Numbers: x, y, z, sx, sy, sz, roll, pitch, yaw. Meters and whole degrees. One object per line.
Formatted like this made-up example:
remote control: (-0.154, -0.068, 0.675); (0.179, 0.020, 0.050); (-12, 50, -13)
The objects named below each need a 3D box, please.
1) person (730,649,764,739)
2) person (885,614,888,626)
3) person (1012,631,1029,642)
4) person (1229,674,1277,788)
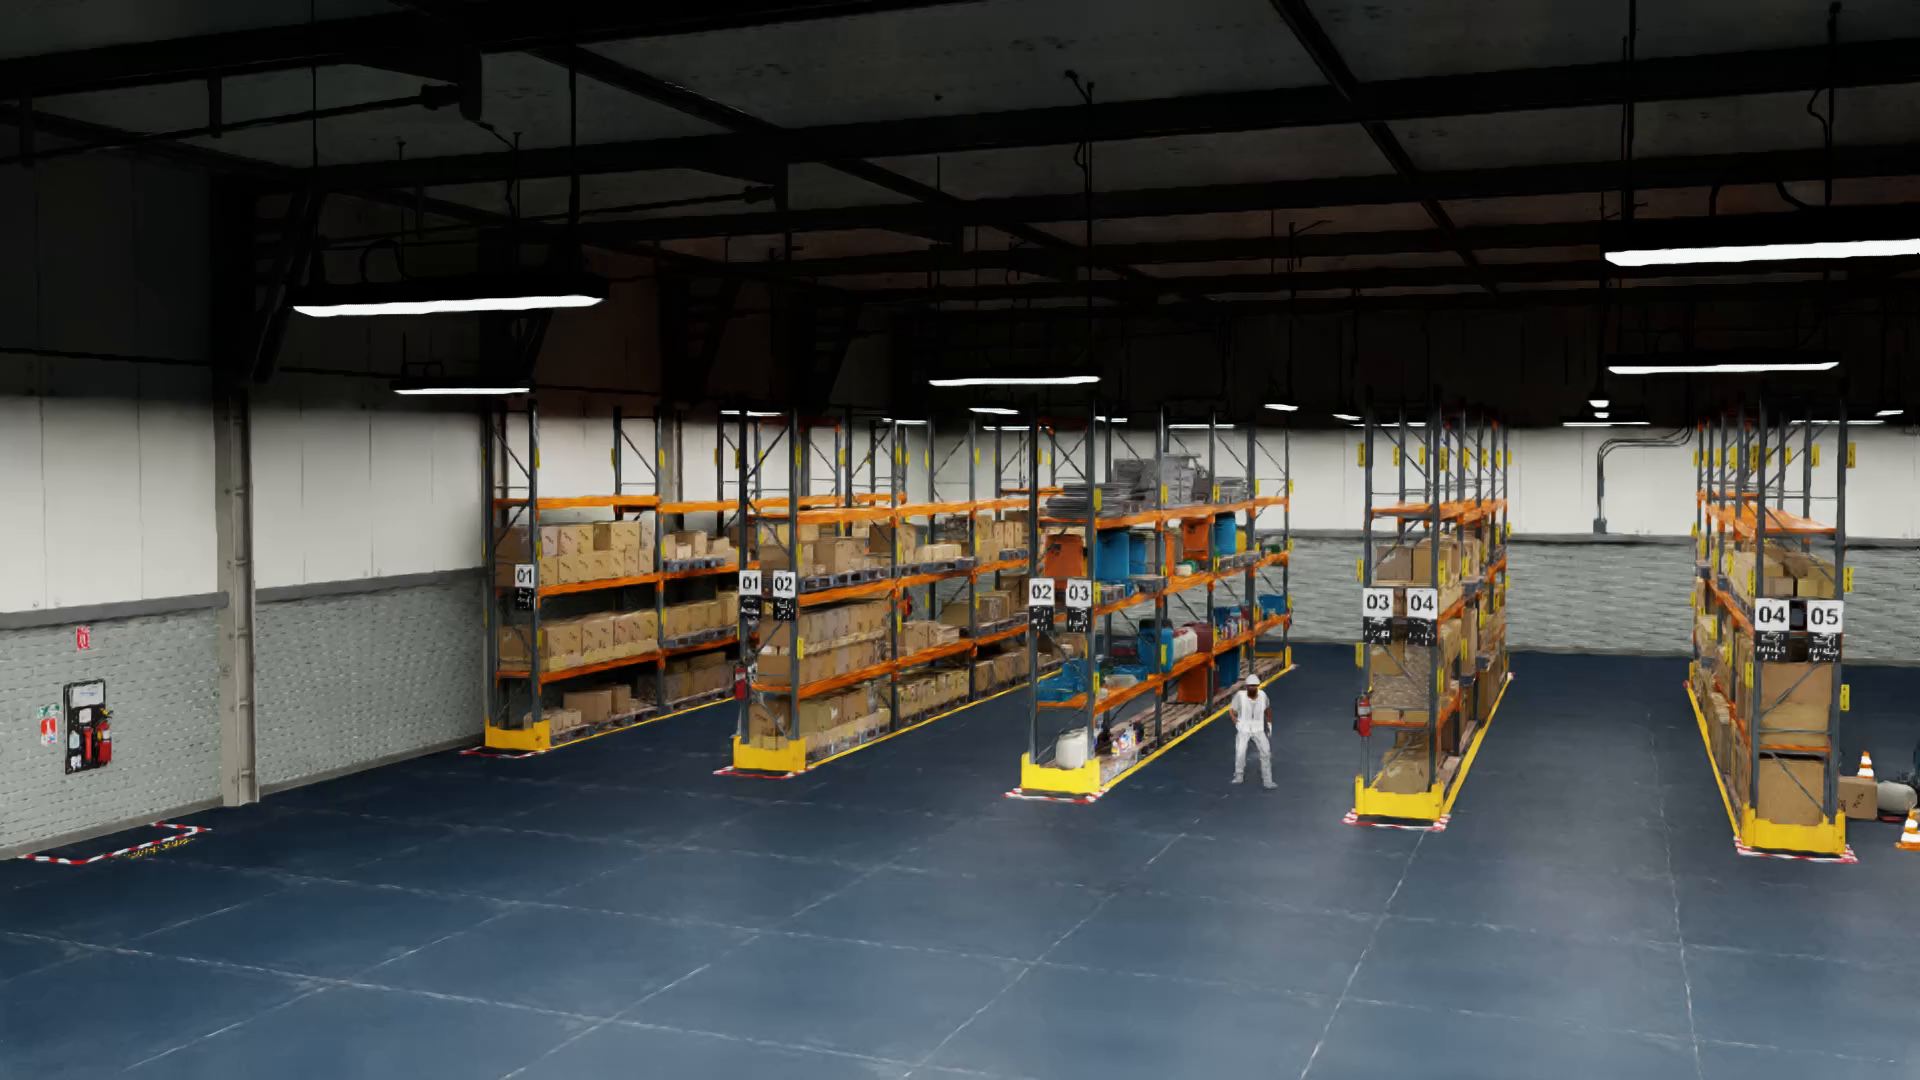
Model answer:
person: (-3.704, 2.726, 29.668); (0.488, 1.584, 1.070); (1, 3, 19)
person: (-1.901, 2.282, 39.432); (0.419, 1.513, 1.037); (1, 3, 20)
person: (1.638, 1.961, 44.119); (0.736, 1.744, 0.517); (-1, 3, -24)
person: (4.434, 2.885, 25.286); (0.694, 1.719, 0.792); (0, 3, 2)
